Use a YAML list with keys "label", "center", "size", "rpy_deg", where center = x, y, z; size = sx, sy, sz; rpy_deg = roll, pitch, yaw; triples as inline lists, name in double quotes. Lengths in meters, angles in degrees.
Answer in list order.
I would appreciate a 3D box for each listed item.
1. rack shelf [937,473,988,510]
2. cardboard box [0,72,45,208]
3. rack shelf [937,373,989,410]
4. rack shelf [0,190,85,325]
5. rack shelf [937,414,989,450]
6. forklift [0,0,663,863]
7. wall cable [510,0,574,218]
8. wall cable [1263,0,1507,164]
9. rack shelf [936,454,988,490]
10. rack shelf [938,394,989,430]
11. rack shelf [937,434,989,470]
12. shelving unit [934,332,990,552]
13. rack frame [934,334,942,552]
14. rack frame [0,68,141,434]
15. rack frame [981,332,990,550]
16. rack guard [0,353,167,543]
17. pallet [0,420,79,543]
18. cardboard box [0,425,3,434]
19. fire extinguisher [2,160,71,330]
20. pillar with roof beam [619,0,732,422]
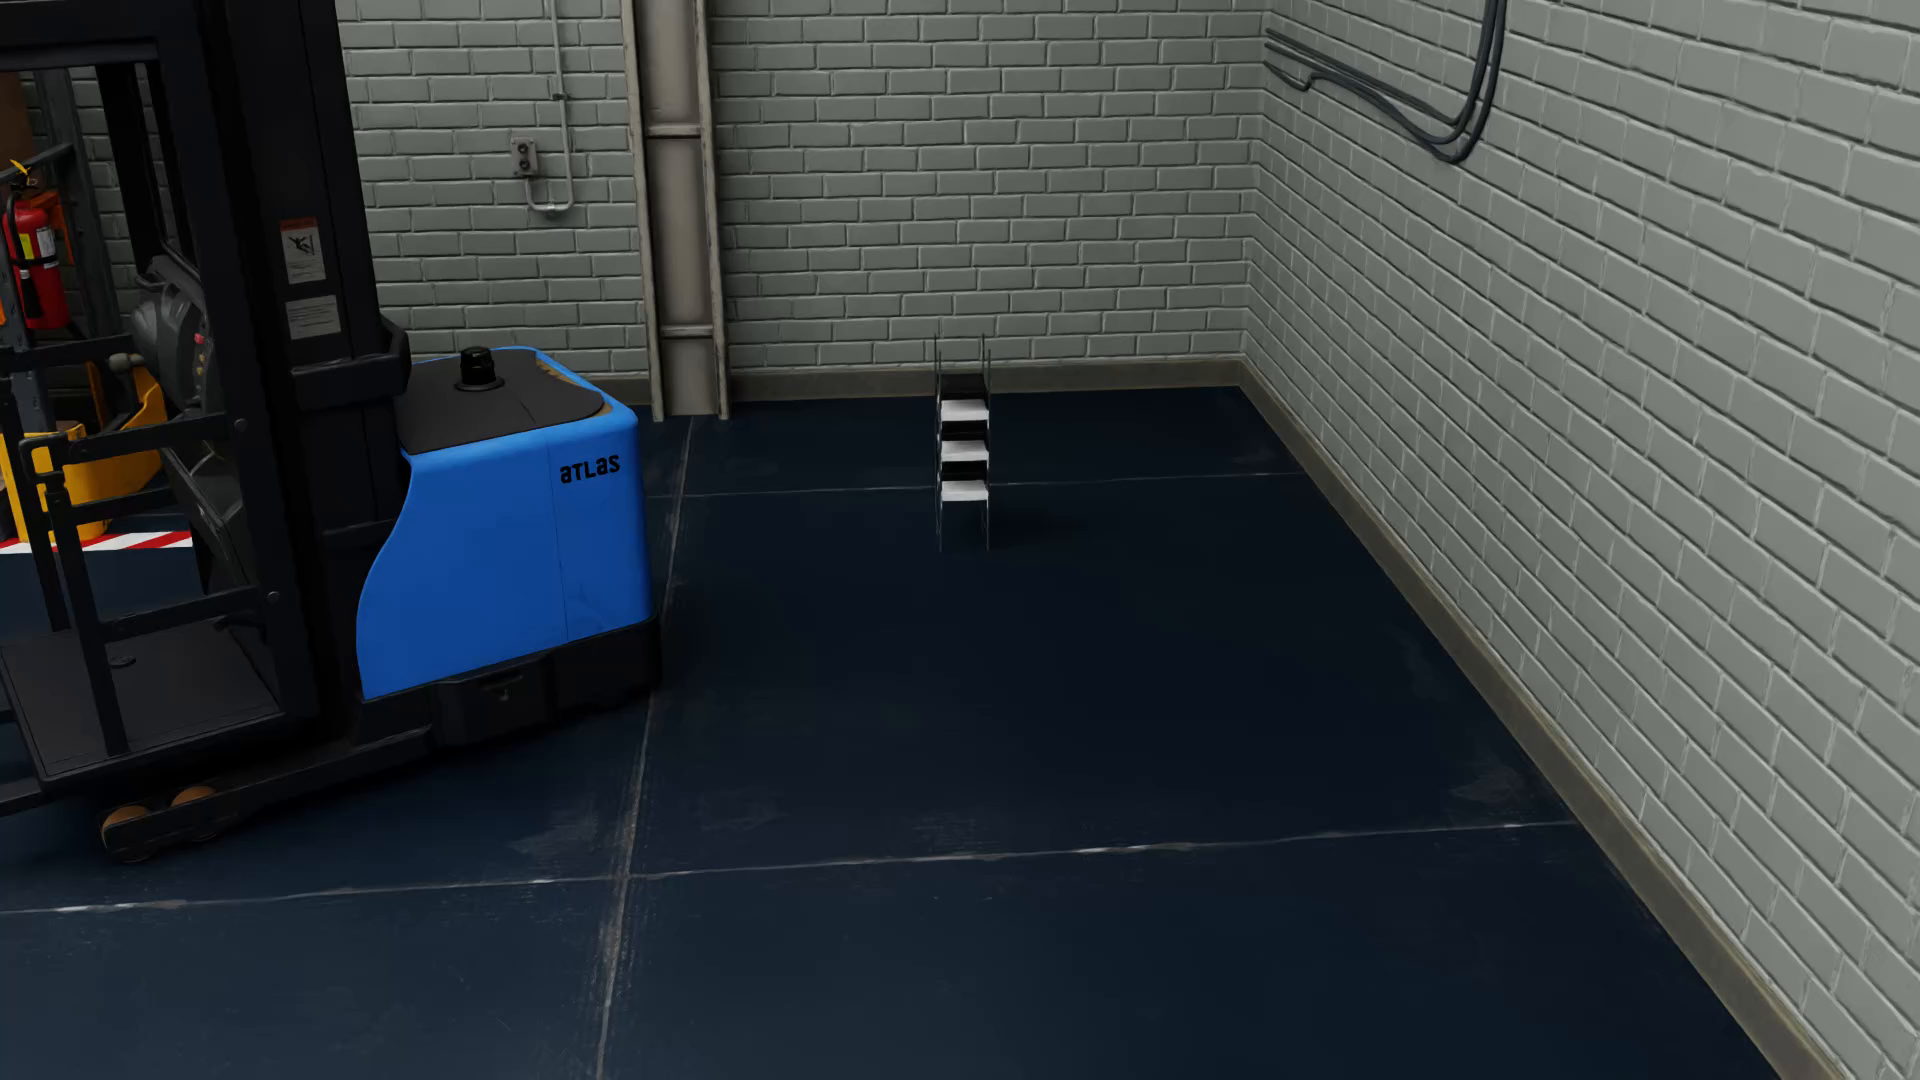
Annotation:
- label: "rack shelf"
  center: [0.008, -0.217, 7.155]
  size: [0.200, 0.077, 0.258]
  rpy_deg: [-2, 24, -5]
- label: "cardboard box"
  center: [-4.519, -1.709, 7.033]
  size: [0.700, 0.700, 0.980]
  rpy_deg: [-1, 24, -3]
- label: "rack shelf"
  center: [0.008, -0.628, 6.972]
  size: [0.200, 0.077, 0.258]
  rpy_deg: [-2, 24, -5]
- label: "rack shelf"
  center: [-6.003, -1.188, 7.116]
  size: [4.000, 0.370, 1.077]
  rpy_deg: [-2, 24, -5]
- label: "rack shelf"
  center: [0.008, -0.463, 7.045]
  size: [0.200, 0.077, 0.258]
  rpy_deg: [-2, 24, -5]
- label: "forklift"
  center: [-2.570, -0.605, 5.002]
  size: [3.031, 2.935, 1.130]
  rpy_deg: [-16, 29, -32]
- label: "wall cable"
  center: [-2.831, -2.494, 7.918]
  size: [1.851, 1.984, 0.084]
  rpy_deg: [-2, 24, -5]
- label: "wall cable"
  center: [1.651, -3.001, 6.744]
  size: [0.112, 2.526, 3.097]
  rpy_deg: [-2, 24, -5]
- label: "rack shelf"
  center: [0.008, -0.299, 7.118]
  size: [0.200, 0.077, 0.258]
  rpy_deg: [-2, 24, -5]
- label: "rack shelf"
  center: [0.008, -0.546, 7.008]
  size: [0.200, 0.077, 0.258]
  rpy_deg: [-2, 24, -5]
- label: "rack shelf"
  center: [0.008, -0.381, 7.081]
  size: [0.200, 0.077, 0.258]
  rpy_deg: [-2, 24, -5]
- label: "shelving unit"
  center: [0.008, -0.412, 7.068]
  size: [0.210, 0.900, 0.258]
  rpy_deg: [-2, 24, -5]
- label: "rack frame"
  center: [-0.093, -0.407, 7.059]
  size: [0.006, 0.900, 0.240]
  rpy_deg: [-2, 24, -5]
- label: "rack frame"
  center: [-4.013, -1.597, 7.149]
  size: [0.127, 3.000, 1.000]
  rpy_deg: [-2, 24, -5]
- label: "rack frame"
  center: [0.109, -0.416, 7.077]
  size: [0.006, 0.900, 0.240]
  rpy_deg: [-2, 24, -5]
- label: "rack guard"
  center: [-3.989, -0.455, 7.659]
  size: [0.348, 0.500, 1.175]
  rpy_deg: [-2, 24, -5]
- label: "pallet"
  center: [-4.801, -0.259, 7.573]
  size: [1.213, 0.211, 1.003]
  rpy_deg: [-2, 24, -5]
- label: "cardboard box"
  center: [-4.700, -0.578, 7.418]
  size: [0.500, 0.500, 0.700]
  rpy_deg: [-2, 24, -5]
- label: "fire extinguisher"
  center: [-3.817, -1.210, 6.835]
  size: [0.183, 0.674, 0.296]
  rpy_deg: [-2, 24, -5]
- label: "pillar with roof beam"
  center: [-0.988, -3.055, 3.045]
  size: [0.400, 9.000, 9.100]
  rpy_deg: [-2, 24, -5]
